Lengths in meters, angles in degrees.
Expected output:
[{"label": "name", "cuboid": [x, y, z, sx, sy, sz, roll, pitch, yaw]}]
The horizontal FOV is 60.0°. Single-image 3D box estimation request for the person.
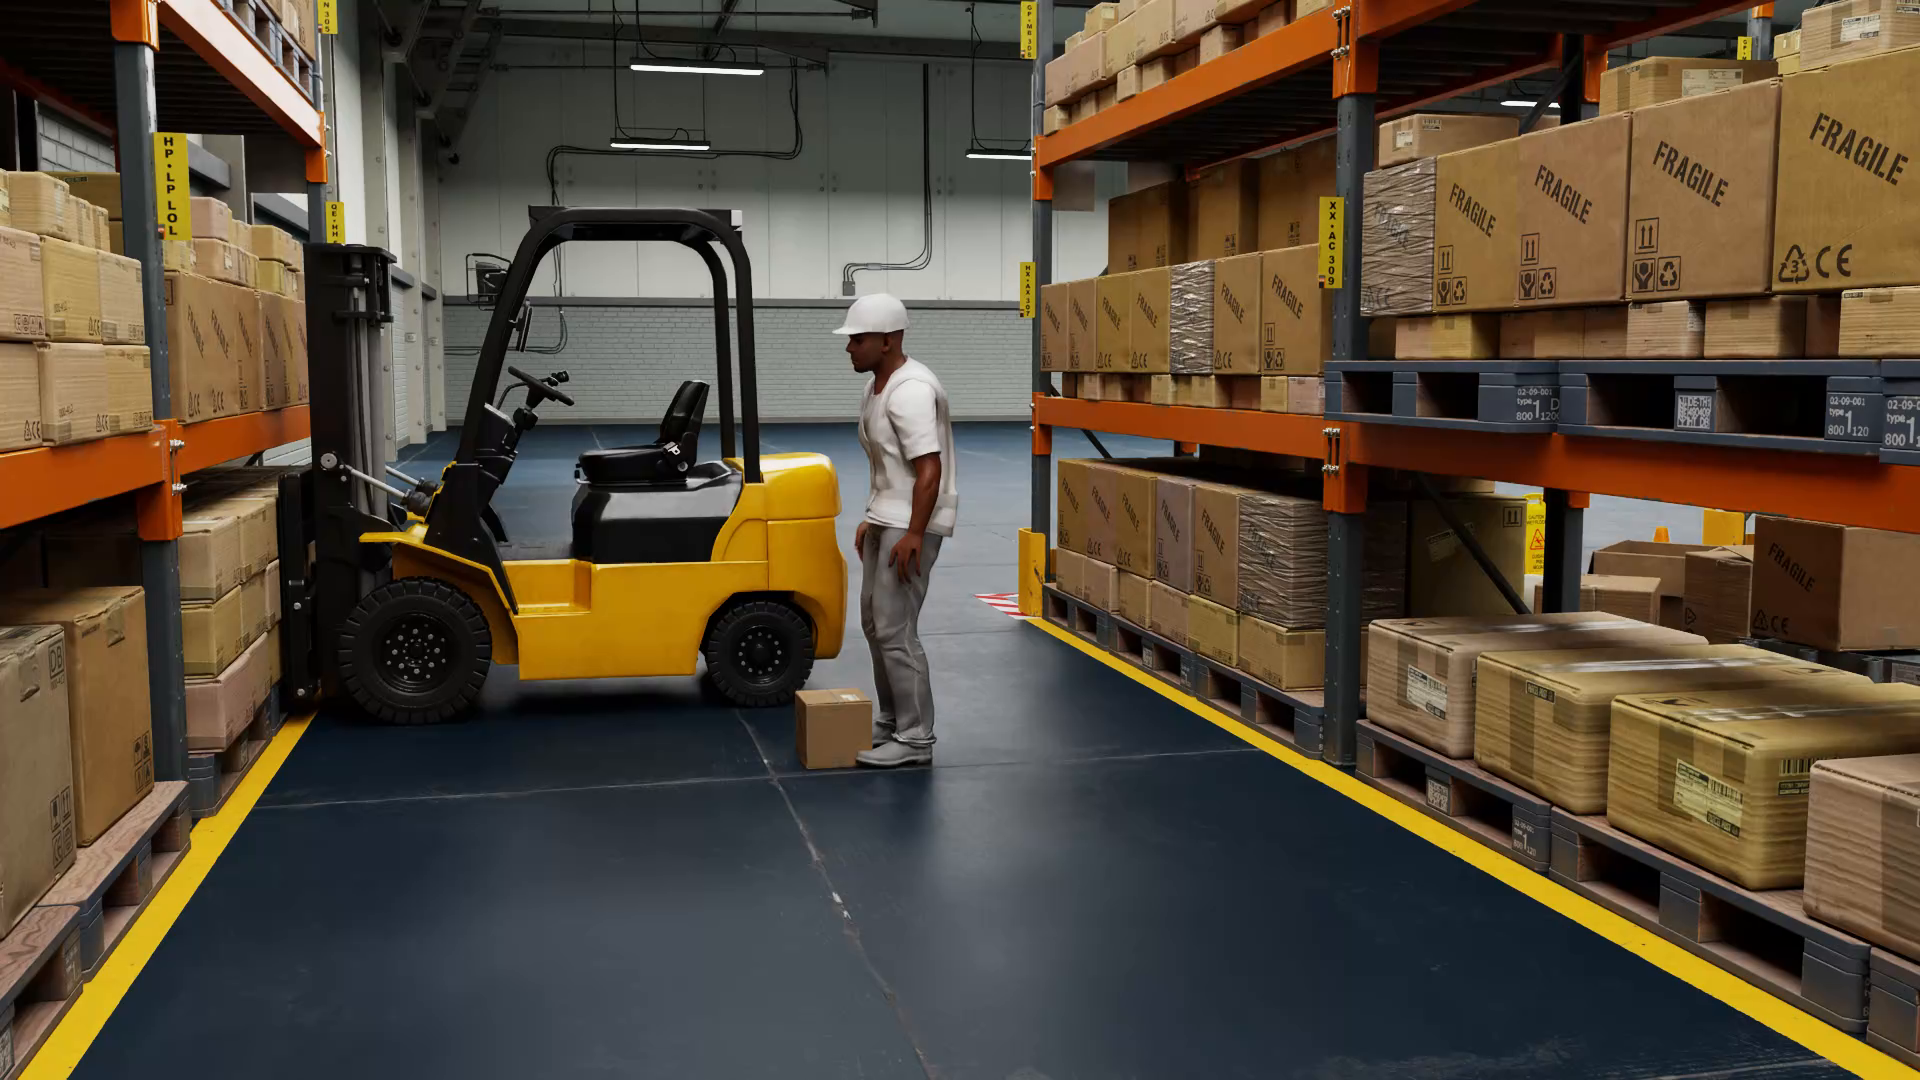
[{"label": "person", "cuboid": [-0.254, -0.042, 6.277, 0.461, 1.759, 0.632, -2, 6, -17]}]
